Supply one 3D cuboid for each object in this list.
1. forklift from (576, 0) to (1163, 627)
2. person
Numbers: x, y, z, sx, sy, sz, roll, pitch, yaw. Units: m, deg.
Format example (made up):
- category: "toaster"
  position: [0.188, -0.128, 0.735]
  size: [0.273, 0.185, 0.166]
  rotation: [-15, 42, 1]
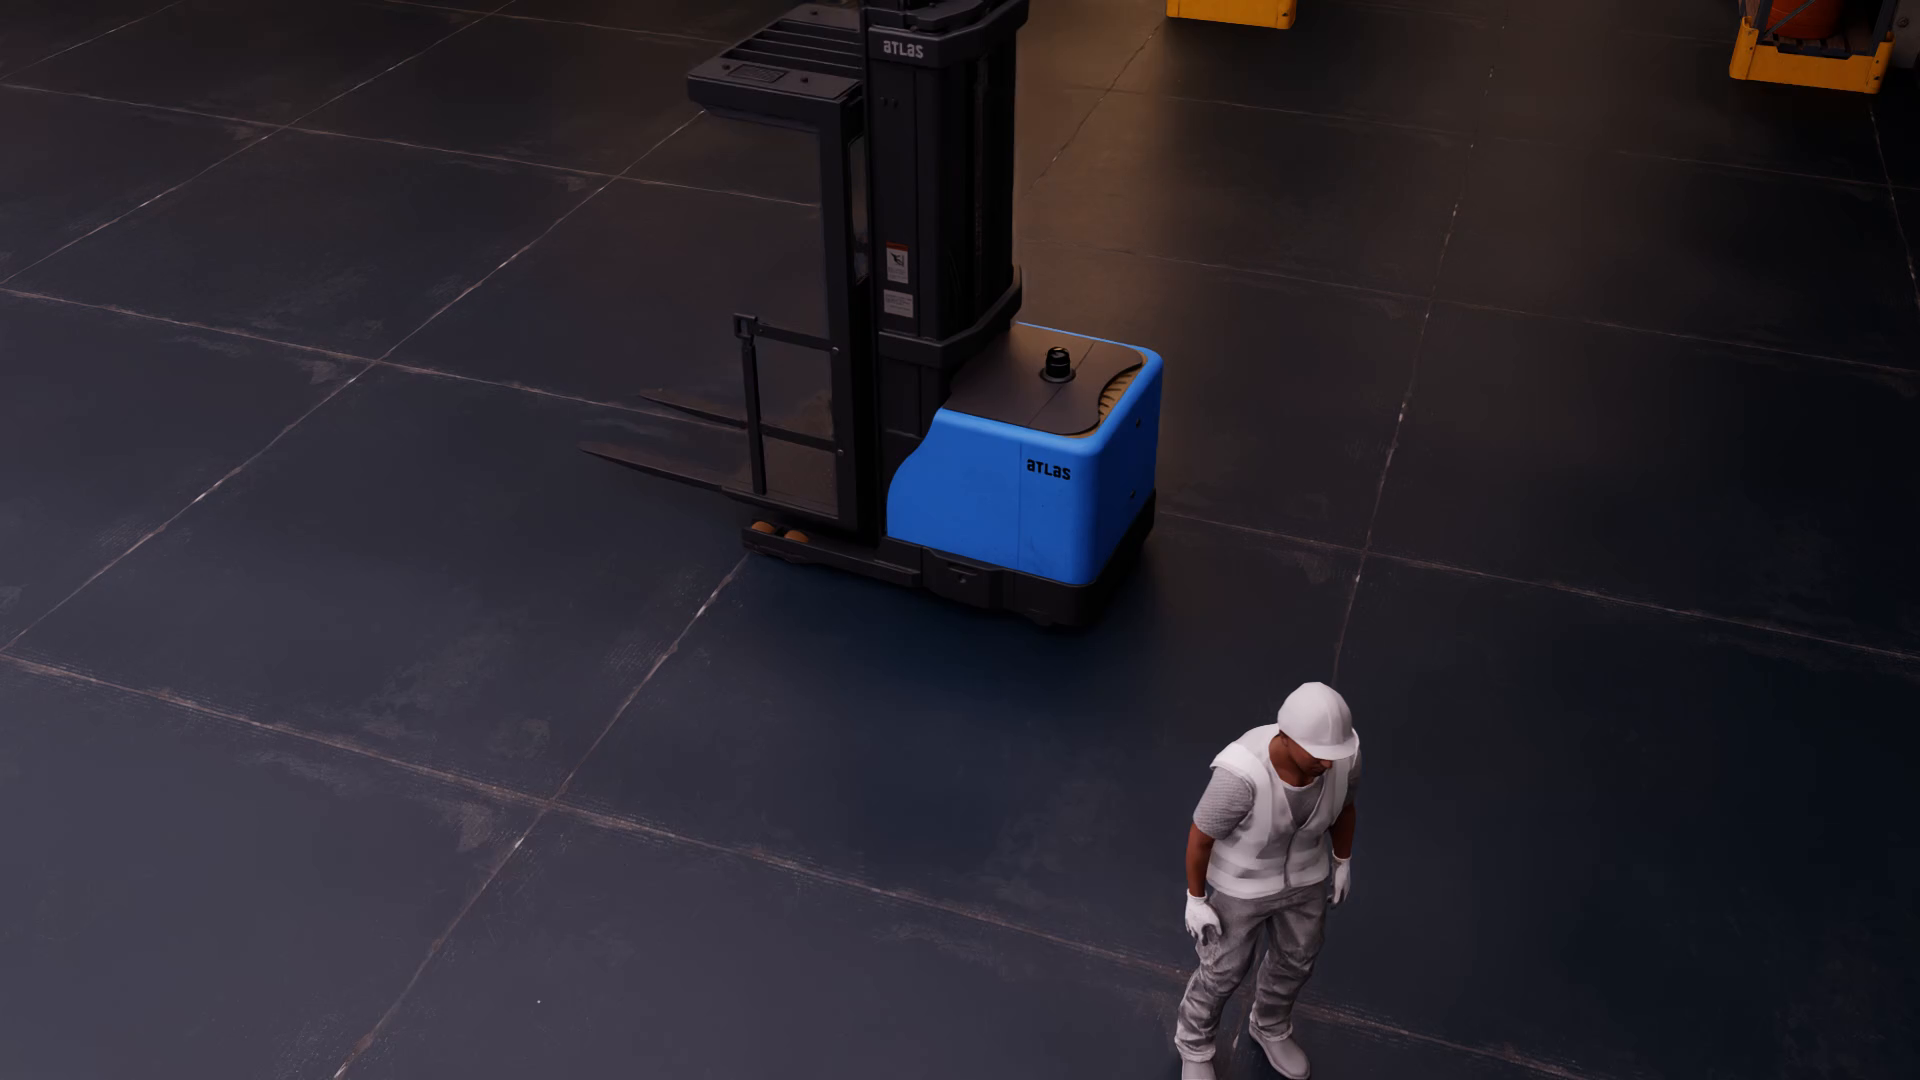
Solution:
- category: "forklift"
  position: [-0.560, -1.338, 7.997]
  size: [3.031, 2.935, 1.130]
  rotation: [15, 38, 20]
- category: "person"
  position: [1.028, 1.142, 5.506]
  size: [0.616, 1.772, 0.453]
  rotation: [-11, 37, -15]
